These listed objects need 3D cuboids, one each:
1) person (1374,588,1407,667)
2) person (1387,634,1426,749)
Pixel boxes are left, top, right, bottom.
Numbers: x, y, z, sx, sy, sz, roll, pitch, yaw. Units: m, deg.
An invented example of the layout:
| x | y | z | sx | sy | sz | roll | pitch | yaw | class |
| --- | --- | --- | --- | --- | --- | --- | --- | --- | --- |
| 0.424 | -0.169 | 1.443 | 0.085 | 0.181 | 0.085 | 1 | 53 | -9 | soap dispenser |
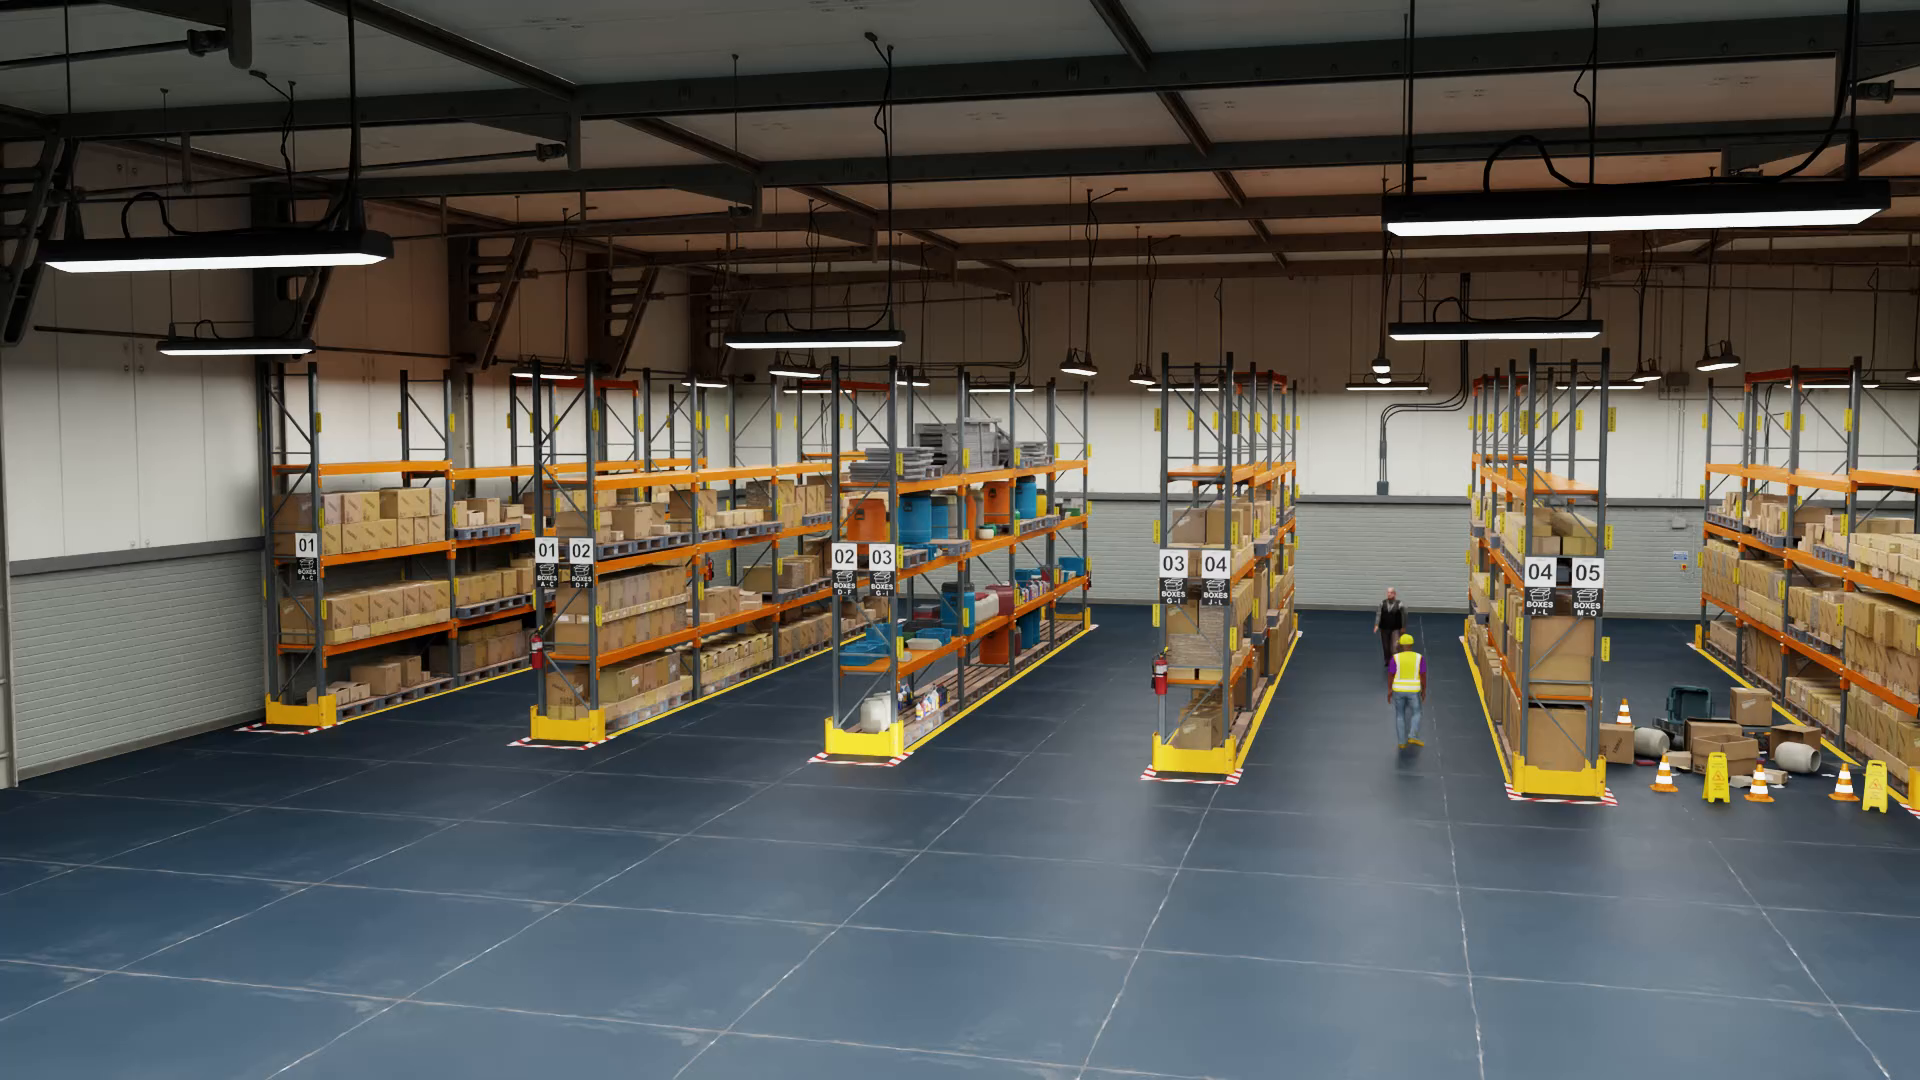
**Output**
| x | y | z | sx | sy | sz | roll | pitch | yaw | class |
| --- | --- | --- | --- | --- | --- | --- | --- | --- | --- |
| 8.669 | 1.796 | 33.477 | 0.621 | 1.661 | 1.069 | 1 | 4 | 17 | person |
| 6.858 | 2.331 | 25.548 | 0.574 | 1.764 | 0.535 | 1 | 4 | 16 | person |
